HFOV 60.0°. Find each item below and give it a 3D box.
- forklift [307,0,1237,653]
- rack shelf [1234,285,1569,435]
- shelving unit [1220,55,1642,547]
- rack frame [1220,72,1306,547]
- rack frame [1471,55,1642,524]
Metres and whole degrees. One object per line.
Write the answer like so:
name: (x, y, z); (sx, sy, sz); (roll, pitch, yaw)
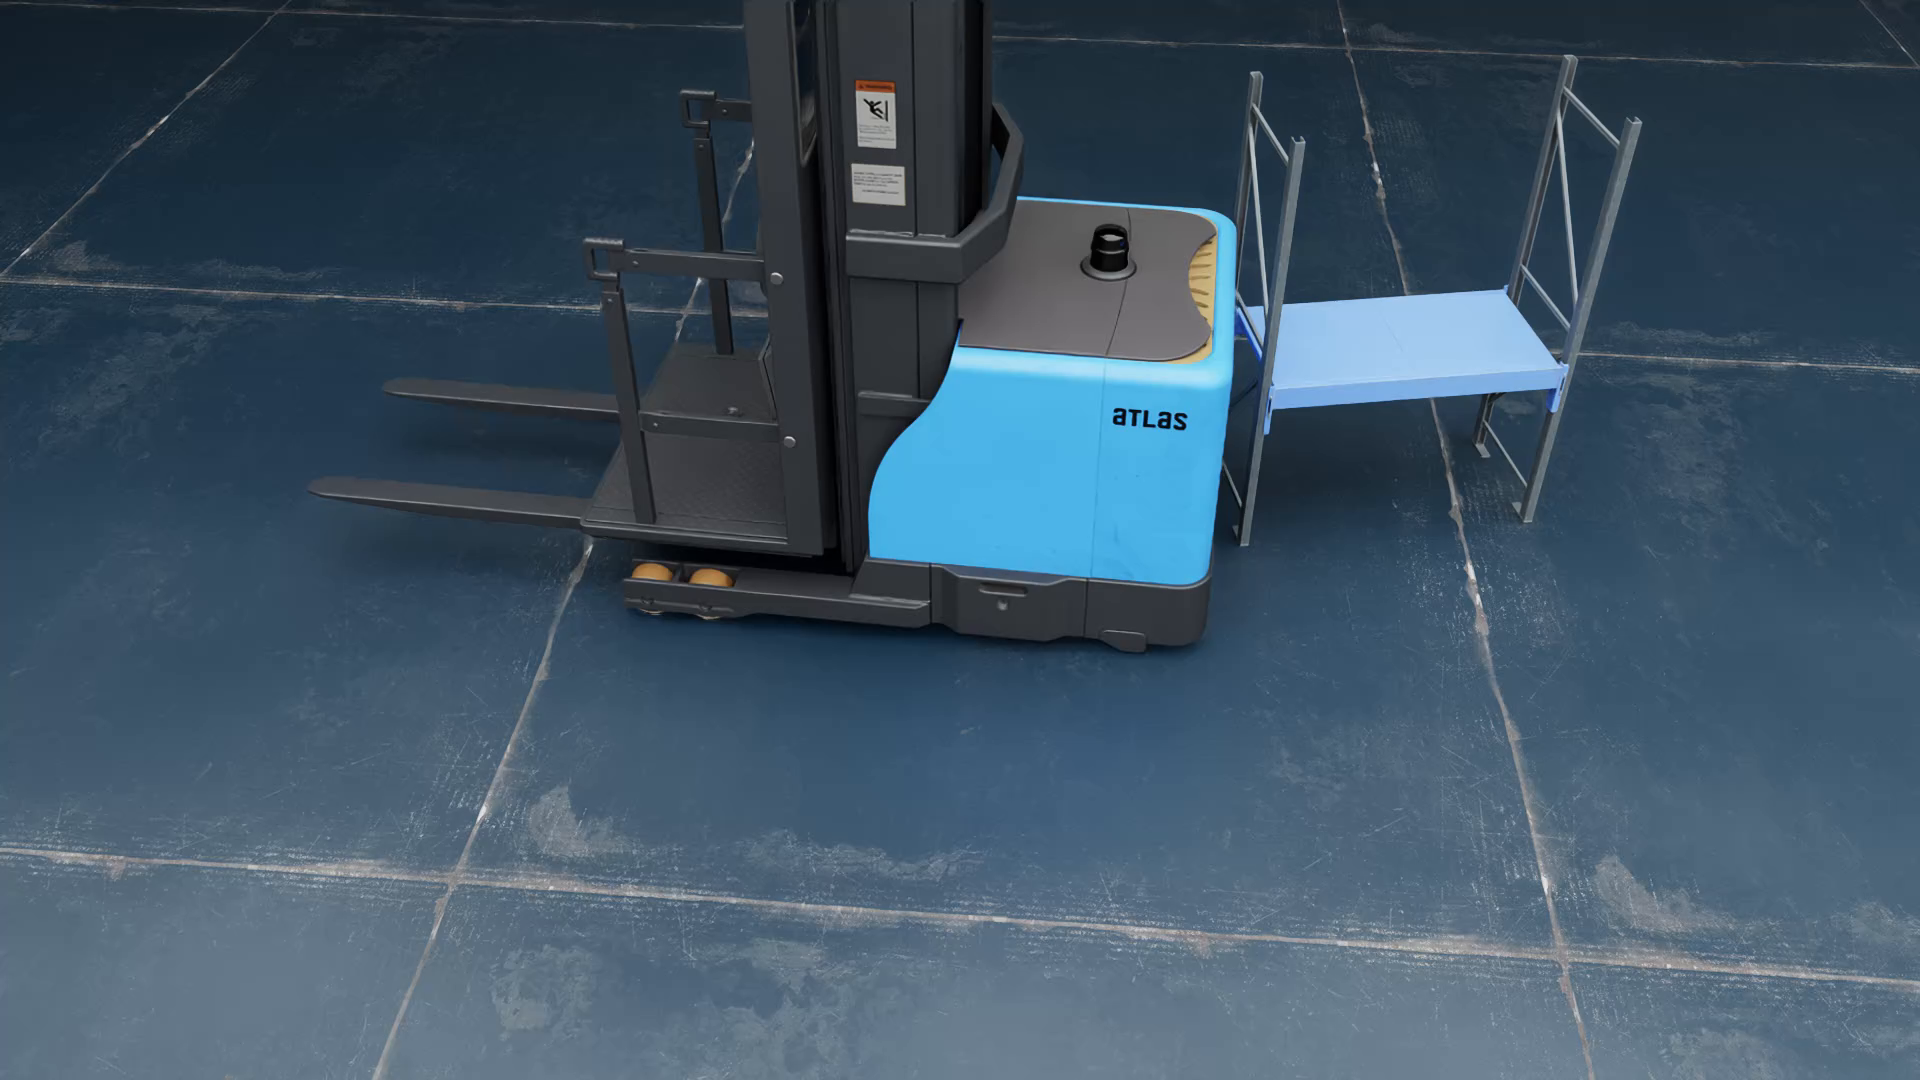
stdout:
forklift: (-0.657, -1.203, 4.906); (3.031, 2.935, 1.130); (5, 39, 6)
rack shelf: (1.451, -0.616, 5.604); (1.000, 0.185, 0.538); (-5, 39, -6)
shelving unit: (1.451, -0.755, 5.490); (1.048, 1.500, 0.538); (-5, 39, -6)
rack frame: (0.946, -0.714, 5.440); (0.032, 1.500, 0.500); (-5, 39, -6)
rack frame: (1.955, -0.796, 5.540); (0.032, 1.500, 0.500); (-5, 39, -6)
